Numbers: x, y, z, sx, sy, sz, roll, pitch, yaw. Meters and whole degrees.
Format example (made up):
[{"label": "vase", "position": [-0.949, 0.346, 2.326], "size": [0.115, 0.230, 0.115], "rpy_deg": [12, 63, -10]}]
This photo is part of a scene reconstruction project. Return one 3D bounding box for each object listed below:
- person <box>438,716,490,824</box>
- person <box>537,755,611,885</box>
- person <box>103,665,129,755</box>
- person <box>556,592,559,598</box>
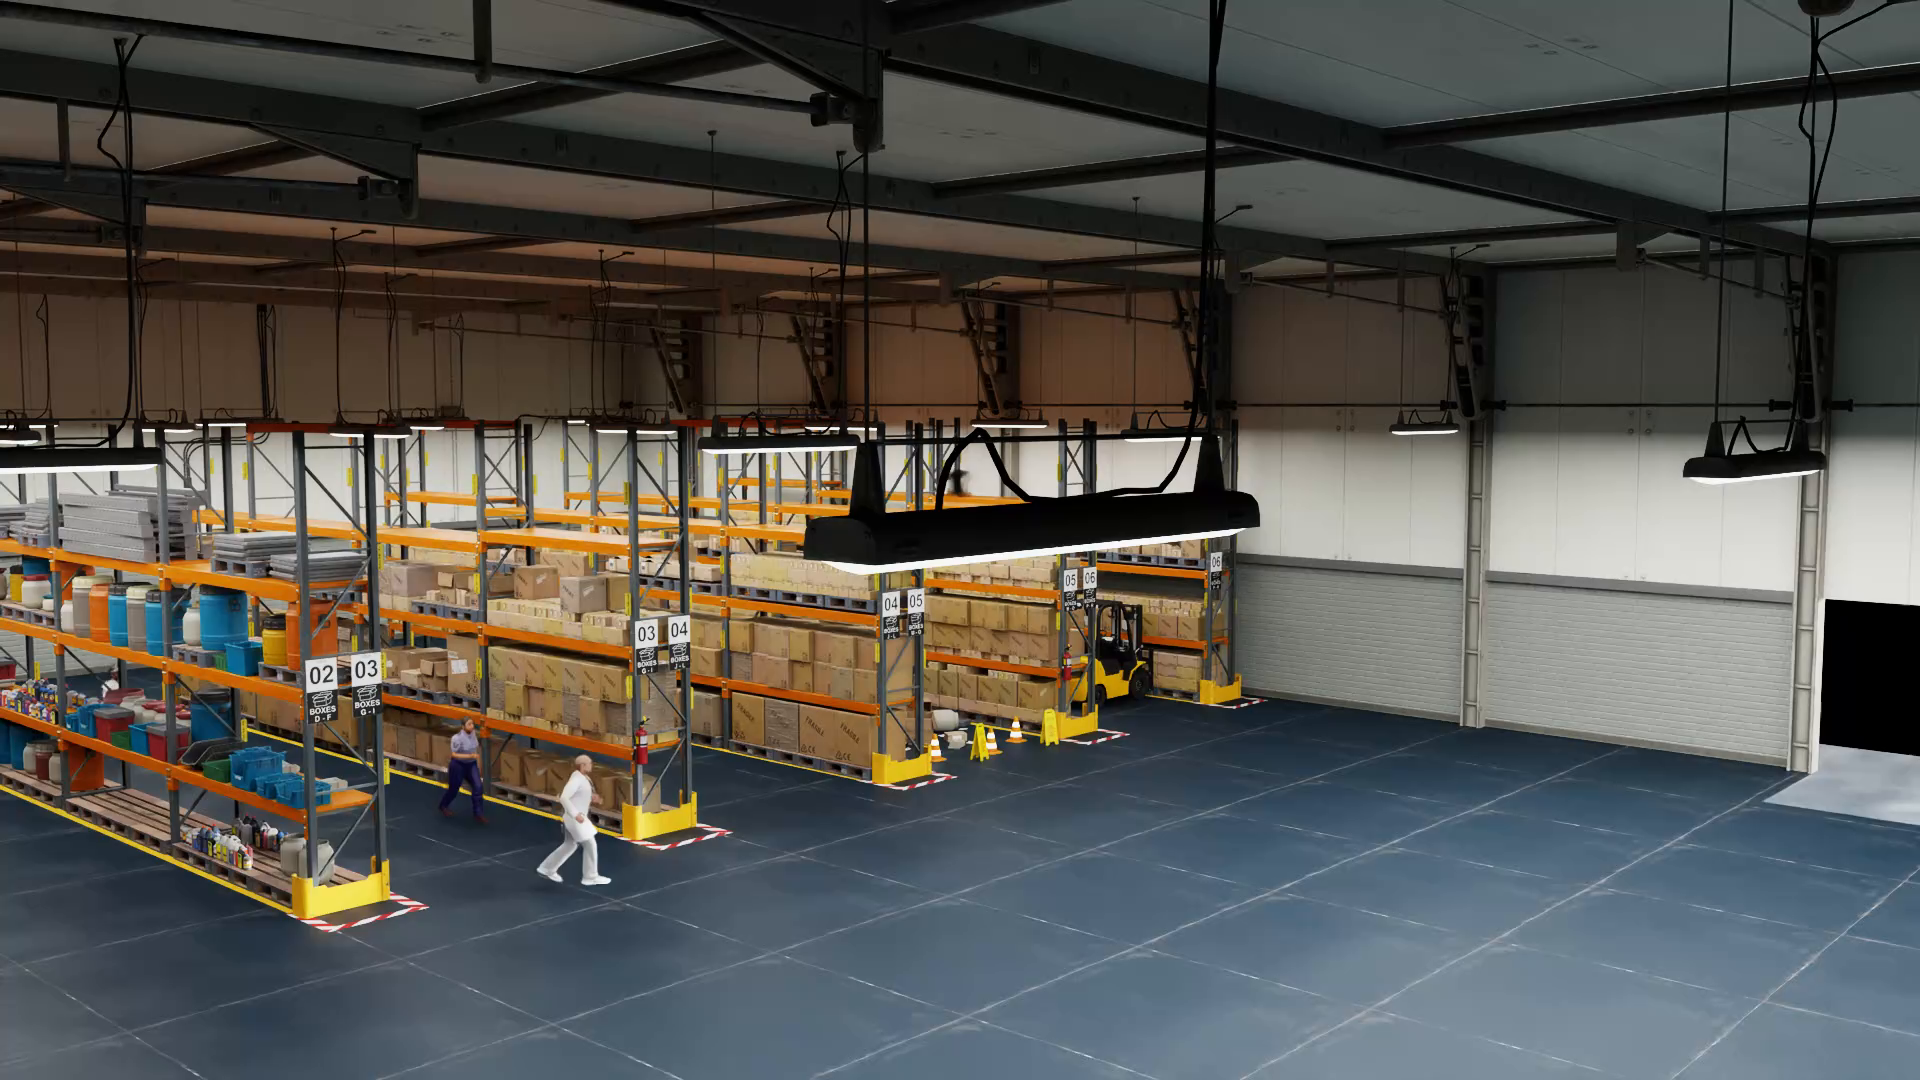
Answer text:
[{"label": "person", "position": [-7.535, 3.546, 25.162], "size": [0.968, 1.449, 0.611], "rpy_deg": [3, 6, 34]}, {"label": "person", "position": [-5.058, 3.669, 21.660], "size": [0.950, 1.753, 0.729], "rpy_deg": [-1, 5, -7]}, {"label": "person", "position": [-15.047, 3.070, 29.647], "size": [0.859, 1.736, 0.569], "rpy_deg": [3, 6, 36]}, {"label": "person", "position": [-11.029, 1.867, 44.403], "size": [0.667, 1.708, 1.001], "rpy_deg": [2, 5, 24]}]
